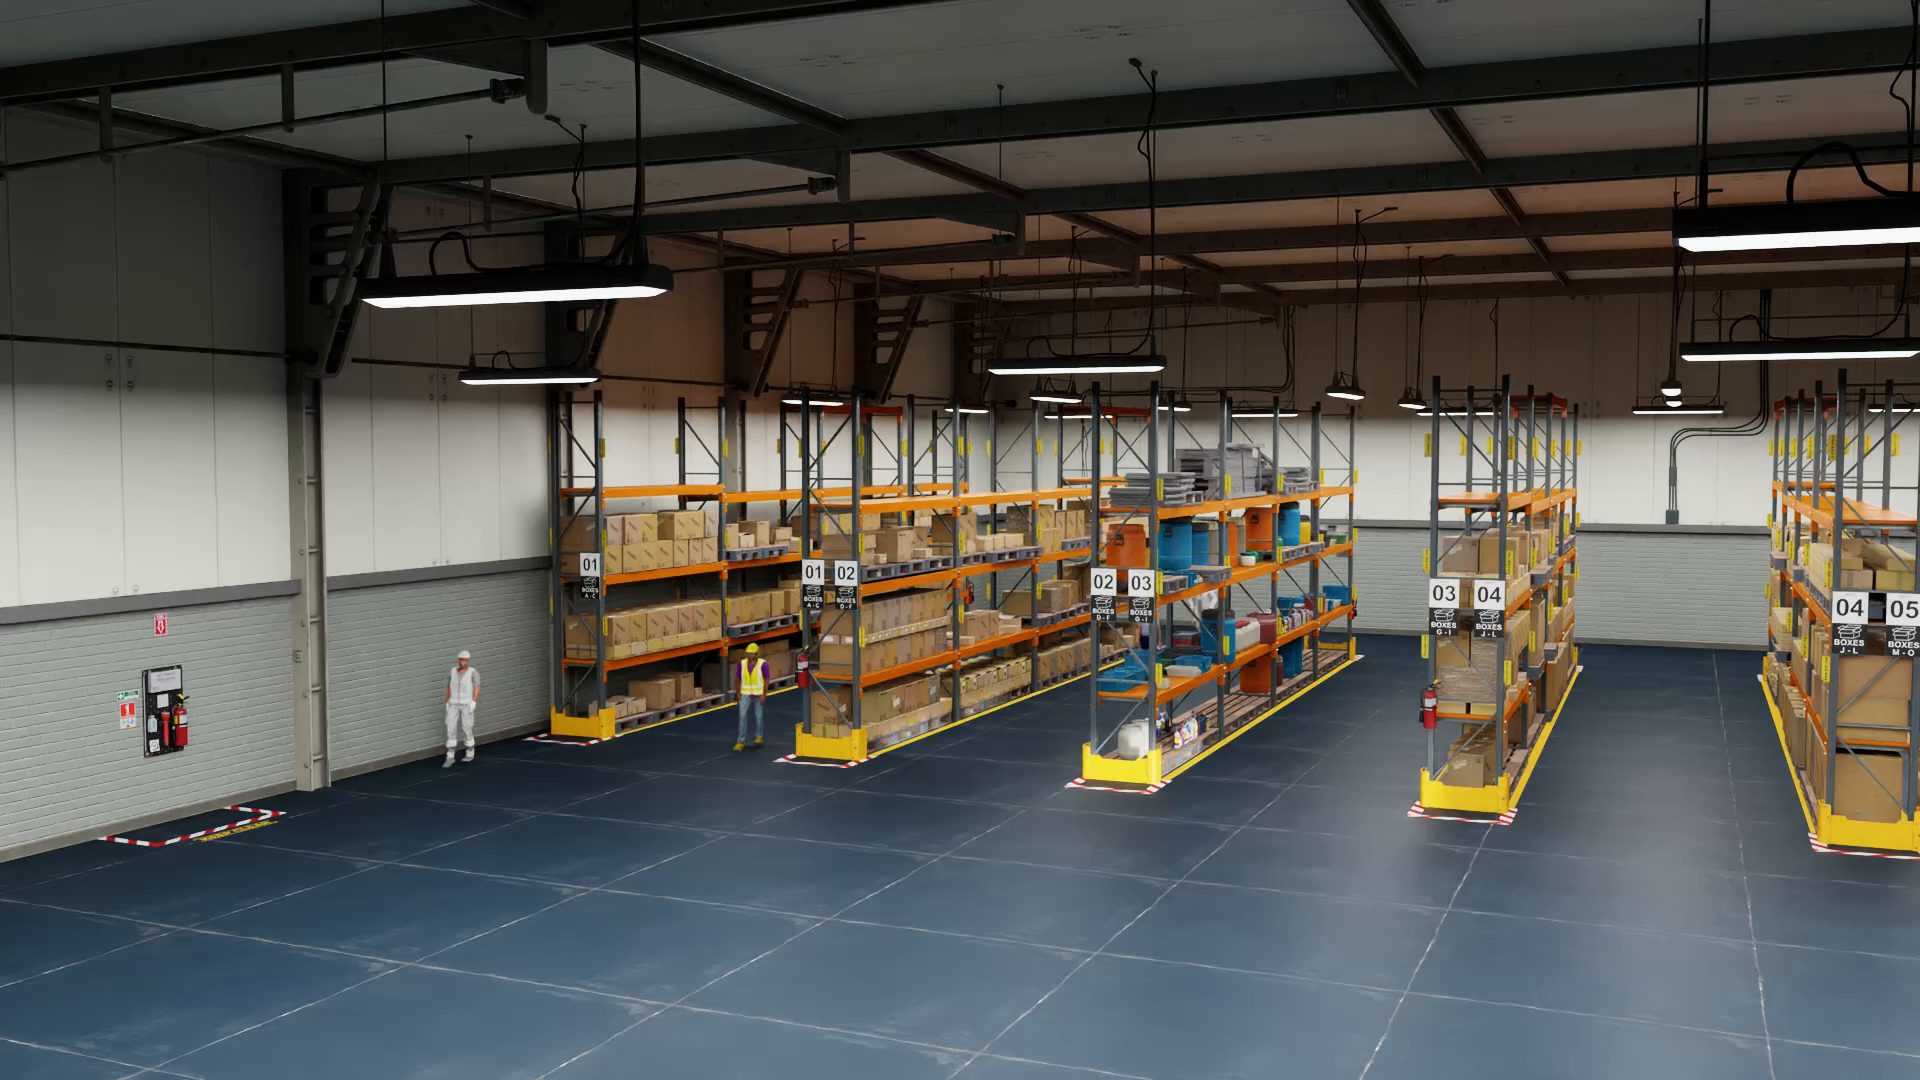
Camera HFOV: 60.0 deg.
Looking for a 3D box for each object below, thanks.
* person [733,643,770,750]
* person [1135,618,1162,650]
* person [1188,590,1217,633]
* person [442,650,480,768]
[{"bbox_3d":[-3.473,2.587,27.753,0.591,1.736,0.909,0,3,0],"label":"person"},{"bbox_3d":[4.107,2.201,36.248,0.534,1.571,1.053,1,3,21],"label":"person"},{"bbox_3d":[6.206,1.825,42.457,0.741,1.684,0.658,2,4,31],"label":"person"},{"bbox_3d":[-7.916,2.667,26.299,0.568,1.803,0.662,0,3,-2],"label":"person"}]
